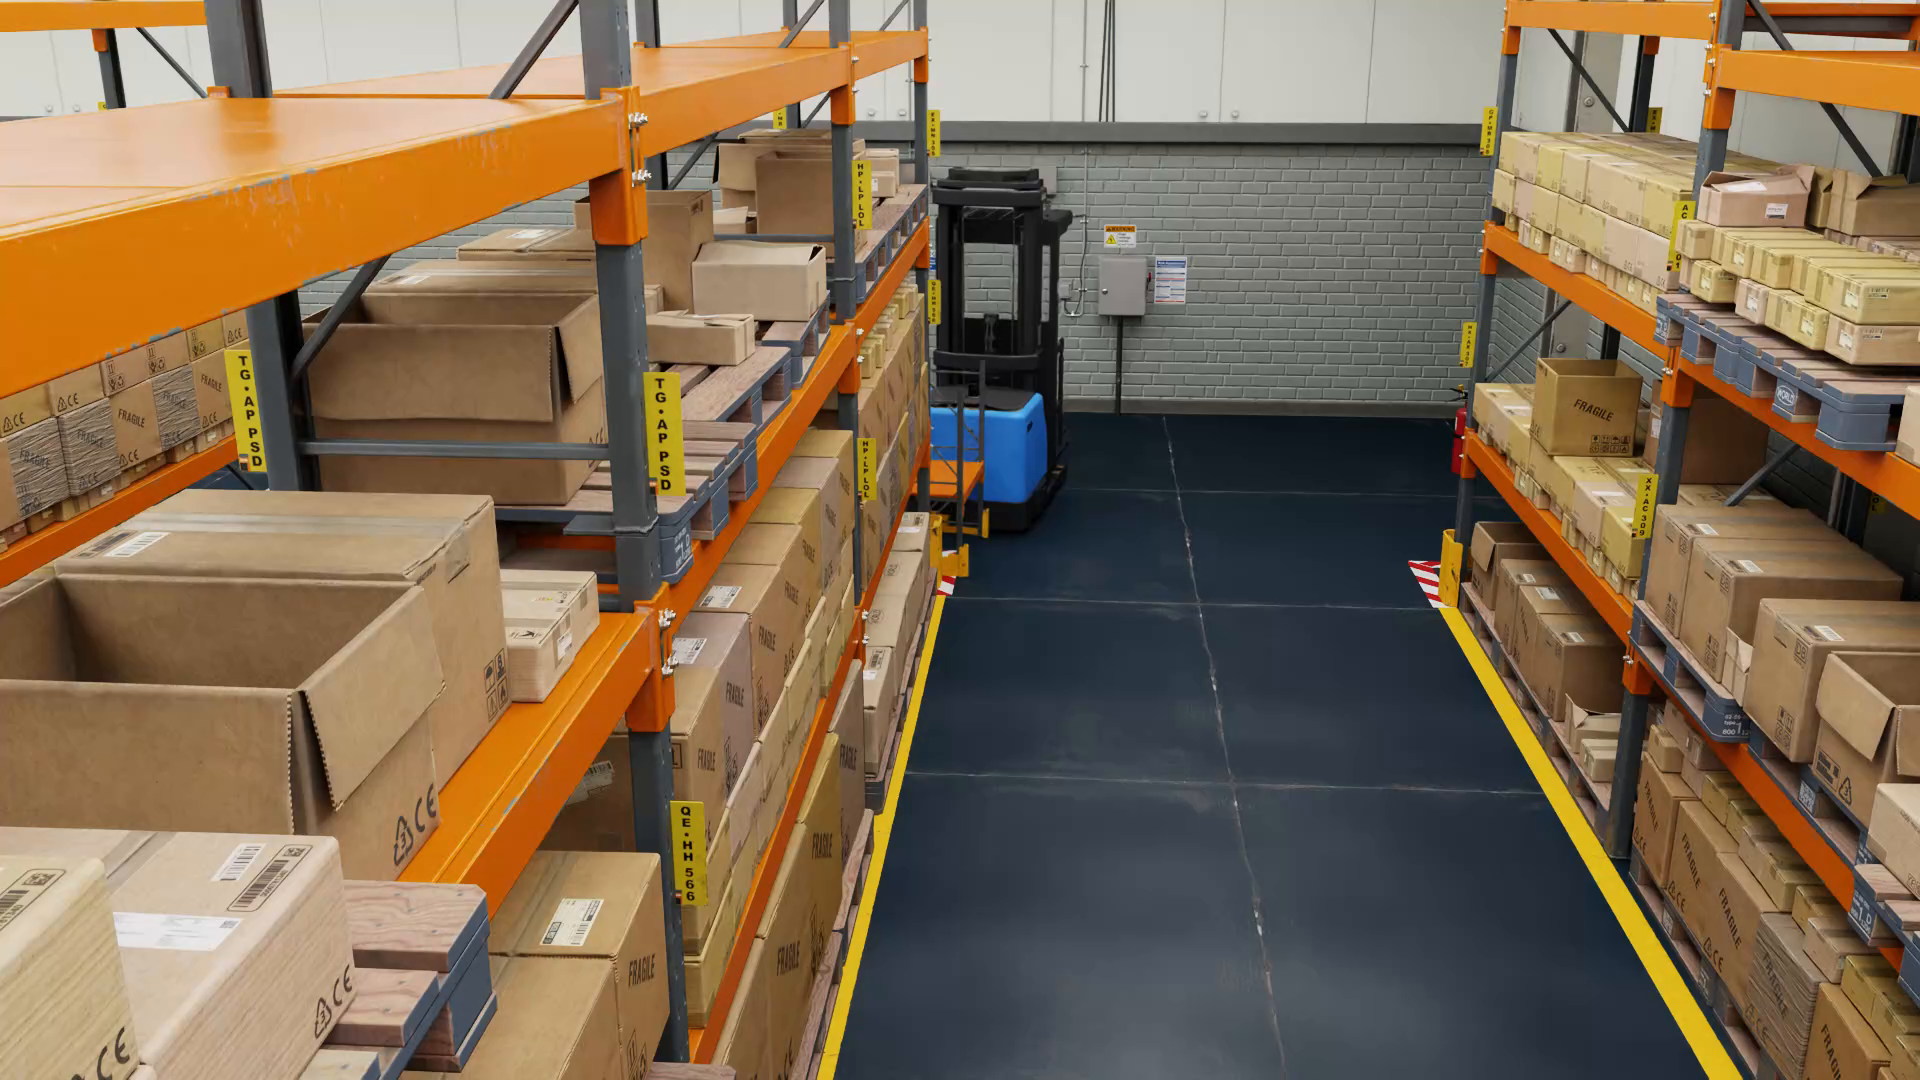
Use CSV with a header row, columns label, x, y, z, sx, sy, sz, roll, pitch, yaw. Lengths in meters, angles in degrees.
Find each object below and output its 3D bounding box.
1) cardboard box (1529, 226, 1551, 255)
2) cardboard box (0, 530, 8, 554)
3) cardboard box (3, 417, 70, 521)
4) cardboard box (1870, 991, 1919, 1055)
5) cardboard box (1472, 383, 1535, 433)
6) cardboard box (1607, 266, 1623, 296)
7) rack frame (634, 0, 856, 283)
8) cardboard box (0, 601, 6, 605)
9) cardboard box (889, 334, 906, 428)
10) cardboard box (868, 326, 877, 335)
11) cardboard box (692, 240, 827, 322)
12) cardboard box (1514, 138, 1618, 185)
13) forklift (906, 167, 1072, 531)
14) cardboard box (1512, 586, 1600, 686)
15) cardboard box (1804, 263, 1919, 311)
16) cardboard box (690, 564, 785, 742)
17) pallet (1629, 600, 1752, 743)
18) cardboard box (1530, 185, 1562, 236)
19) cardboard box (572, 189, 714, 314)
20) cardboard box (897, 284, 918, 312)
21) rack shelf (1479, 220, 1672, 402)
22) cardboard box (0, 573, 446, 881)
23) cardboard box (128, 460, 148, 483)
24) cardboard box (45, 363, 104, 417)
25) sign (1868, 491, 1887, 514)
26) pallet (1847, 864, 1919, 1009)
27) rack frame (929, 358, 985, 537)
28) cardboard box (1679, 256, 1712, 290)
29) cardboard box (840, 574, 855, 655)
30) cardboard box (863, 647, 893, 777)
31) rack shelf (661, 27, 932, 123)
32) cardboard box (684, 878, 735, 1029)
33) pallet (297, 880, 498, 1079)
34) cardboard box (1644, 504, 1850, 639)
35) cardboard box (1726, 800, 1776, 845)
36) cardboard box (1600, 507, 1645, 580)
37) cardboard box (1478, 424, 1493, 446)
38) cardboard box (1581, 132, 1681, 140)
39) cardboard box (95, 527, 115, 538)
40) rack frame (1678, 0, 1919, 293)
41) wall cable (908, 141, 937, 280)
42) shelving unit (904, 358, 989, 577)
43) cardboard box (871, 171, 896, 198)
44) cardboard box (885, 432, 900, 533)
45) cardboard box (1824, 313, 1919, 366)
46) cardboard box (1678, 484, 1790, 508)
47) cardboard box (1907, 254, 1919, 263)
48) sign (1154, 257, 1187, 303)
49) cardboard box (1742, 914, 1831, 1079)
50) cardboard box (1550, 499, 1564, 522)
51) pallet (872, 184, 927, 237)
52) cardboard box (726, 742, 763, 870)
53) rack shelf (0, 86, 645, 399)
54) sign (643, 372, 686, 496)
label,x,y,z,sx,sy,sz,roll,pitch,yaw
cardboard box,3.804,-1.883,10.437,0.380,0.149,0.250,1,18,4
cardboard box,-5.672,0.022,9.441,0.380,0.149,0.250,2,18,6
cardboard box,-5.648,-0.426,9.766,0.500,0.500,0.500,1,18,4
cardboard box,3.544,1.770,6.002,0.380,0.149,0.250,2,18,6
cardboard box,3.918,-0.923,11.687,0.500,0.250,0.500,1,18,4
cardboard box,3.734,-1.406,8.981,0.380,0.149,0.250,1,18,4
rack frame,-1.019,-2.706,7.731,1.000,3.000,0.127,1,18,4
cardboard box,-6.184,0.499,10.532,0.380,0.149,0.250,0,18,1
cardboard box,-0.614,-0.993,10.369,0.500,0.500,0.500,1,18,4
cardboard box,-0.696,-1.176,9.888,0.380,0.149,0.250,1,18,4
cardboard box,-0.873,-1.160,7.297,0.500,0.311,0.500,1,18,4
cardboard box,3.881,-2.432,10.669,0.500,0.250,0.500,1,18,4
forklift,0.384,-1.892,14.989,1.130,2.935,3.031,4,19,13
cardboard box,3.843,0.615,10.570,0.500,0.500,0.500,2,18,5
cardboard box,3.449,-0.956,6.296,0.380,0.149,0.250,1,18,4
cardboard box,-0.948,0.402,6.113,0.500,0.500,0.500,2,18,5
pallet,3.766,0.591,7.610,1.003,0.211,1.213,1,18,4
cardboard box,3.850,-2.035,10.262,0.500,0.250,0.500,1,18,2
cardboard box,-1.371,-1.261,7.301,0.500,0.500,0.500,1,18,3
cardboard box,-0.487,-1.651,11.337,0.380,0.149,0.250,1,18,3
rack shelf,4.076,-1.451,9.871,1.077,0.370,4.000,1,18,4
cardboard box,-1.387,0.387,2.943,0.797,0.503,0.637,1,18,4
cardboard box,-5.601,-0.469,10.941,0.380,0.149,0.250,2,18,5
cardboard box,-5.599,-1.050,10.068,0.500,0.500,0.500,2,18,5
sign,4.486,-0.285,8.115,0.100,0.325,0.005,1,18,4
pallet,3.624,1.376,5.216,1.213,0.211,1.003,1,18,4
rack frame,-0.047,-0.759,13.790,0.500,1.500,0.032,4,19,9
cardboard box,3.514,-1.215,7.565,0.380,0.149,0.250,2,18,5
cardboard box,-0.800,0.361,8.246,0.500,0.250,0.500,1,18,3
cardboard box,-0.867,0.970,9.586,0.875,0.438,0.875,1,18,3
rack shelf,-0.876,-2.796,9.801,1.077,0.370,4.000,1,18,4
cardboard box,-1.020,1.312,5.343,0.500,0.250,0.500,1,18,3
pallet,-1.371,0.781,2.205,1.213,0.211,1.003,1,18,4
cardboard box,3.674,0.152,7.806,0.700,0.500,0.500,2,18,5
cardboard box,3.685,1.293,7.459,0.380,0.149,0.250,1,18,3
cardboard box,3.725,0.020,8.806,0.500,0.250,0.500,2,18,5
cardboard box,3.922,-0.773,11.868,0.380,0.149,0.250,1,18,3
cardboard box,4.466,-2.577,11.113,0.500,0.250,0.500,1,18,2
cardboard box,-6.099,0.014,12.010,0.380,0.149,0.250,1,18,4
rack frame,3.932,-2.597,7.396,1.000,3.000,0.127,1,18,4
wall cable,-0.351,-3.347,17.639,0.585,1.953,0.123,1,18,4
shelving unit,-0.135,-0.604,13.324,0.587,1.500,1.083,4,19,9
cardboard box,-0.625,-2.377,11.112,0.380,0.149,0.250,0,18,0
cardboard box,-0.642,-0.353,10.024,0.500,0.500,0.500,1,18,4
cardboard box,3.429,-0.737,6.106,0.380,0.149,0.250,2,18,5
cardboard box,4.266,-0.120,9.234,0.500,0.250,0.500,1,18,3
cardboard box,3.949,-1.025,6.506,0.380,0.149,0.250,1,18,2
sign,2.241,-2.766,17.698,0.329,0.494,0.001,1,18,4
cardboard box,3.561,1.869,6.742,0.500,0.500,0.500,1,18,2
cardboard box,3.832,-0.210,10.150,0.380,0.149,0.250,1,18,4
pallet,-0.775,-2.250,11.299,1.003,0.211,1.213,1,18,4
cardboard box,-0.985,0.908,5.772,0.500,0.250,0.500,2,18,5
rack shelf,-1.449,-0.311,2.218,1.077,0.370,4.000,1,18,4
sign,-0.765,-0.272,4.287,0.100,0.325,0.005,1,18,4
